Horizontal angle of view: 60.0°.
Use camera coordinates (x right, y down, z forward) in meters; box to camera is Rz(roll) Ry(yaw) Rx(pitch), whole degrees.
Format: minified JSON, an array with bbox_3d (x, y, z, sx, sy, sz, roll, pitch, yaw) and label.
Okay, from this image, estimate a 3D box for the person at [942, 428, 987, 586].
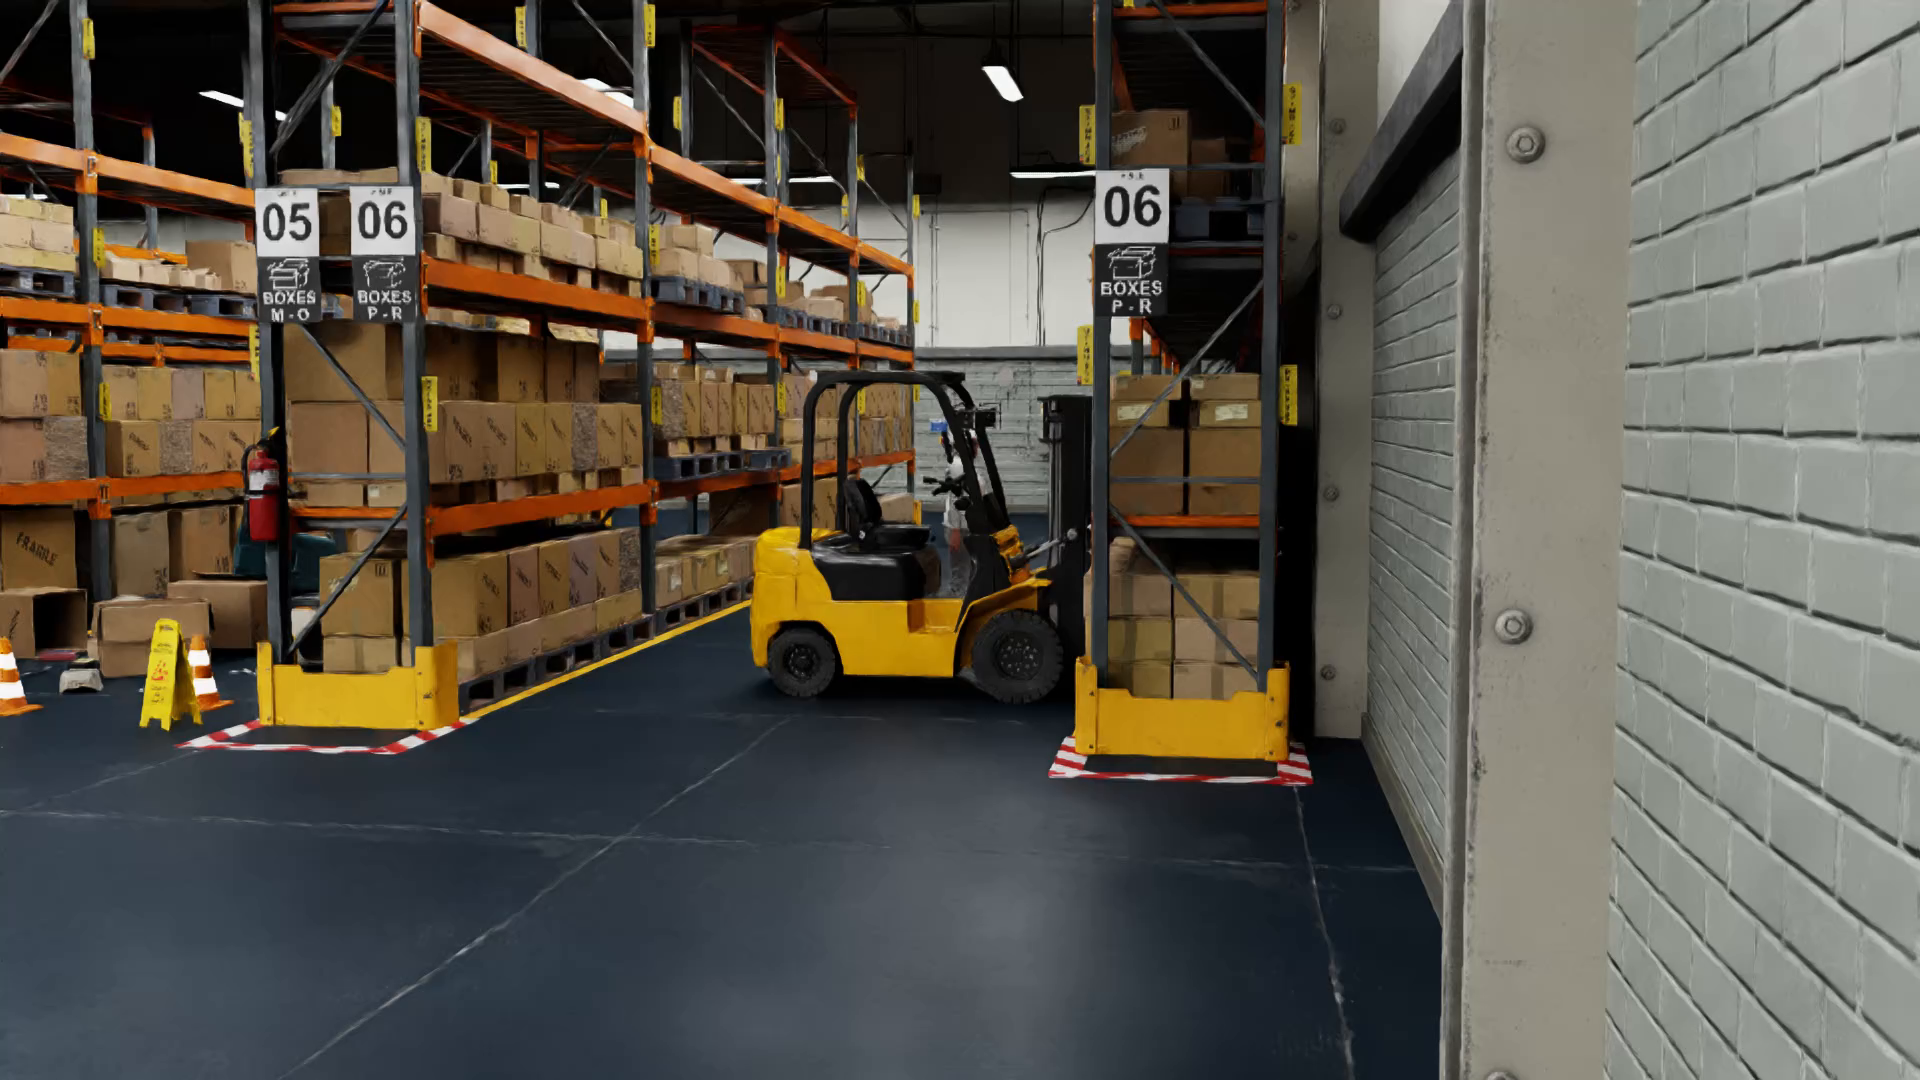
[{"bbox_3d":[0.076,-0.091,13.910,0.441,1.772,0.619,1,4,9],"label":"person"}]
